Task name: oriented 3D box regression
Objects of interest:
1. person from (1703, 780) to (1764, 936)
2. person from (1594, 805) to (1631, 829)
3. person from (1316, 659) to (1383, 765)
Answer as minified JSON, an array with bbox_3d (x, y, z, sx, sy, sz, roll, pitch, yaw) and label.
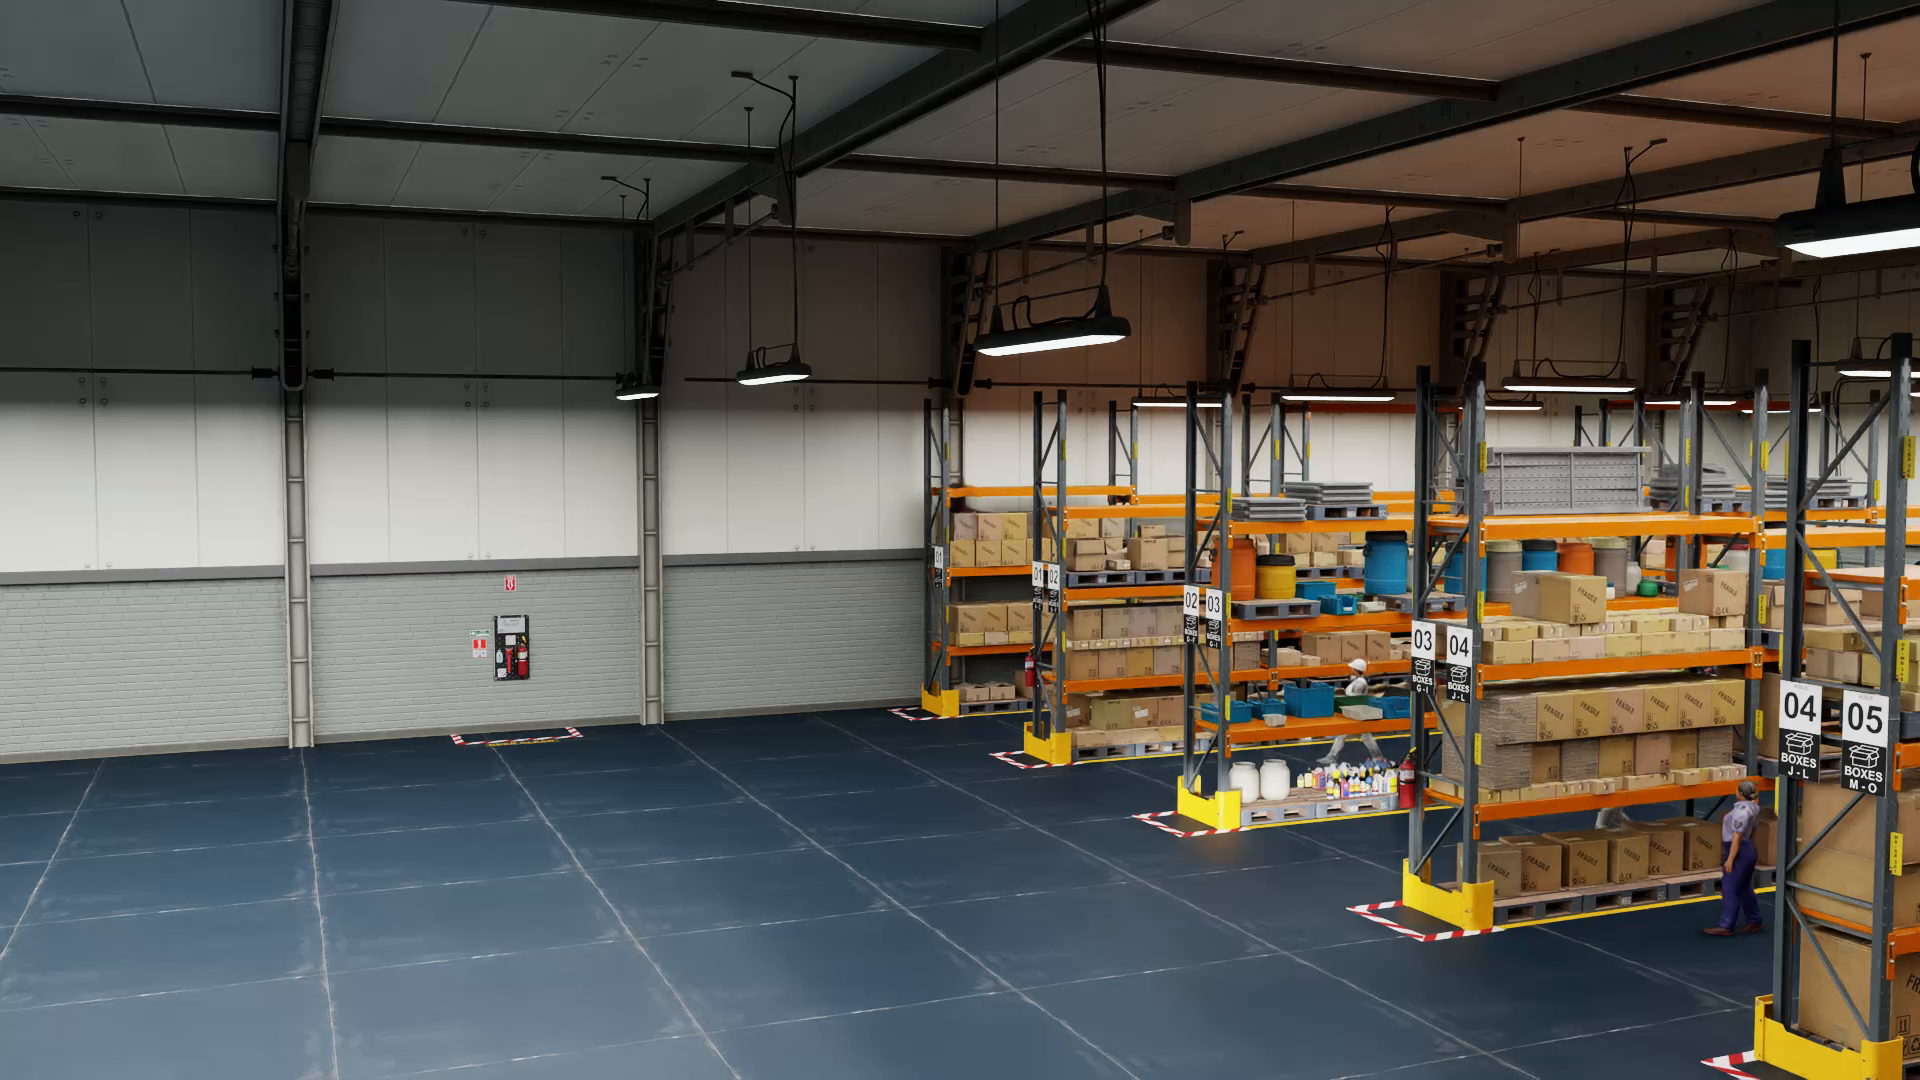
[{"bbox_3d":[8.151,3.334,17.484,0.571,1.653,0.500,2,4,27],"label":"person"},{"bbox_3d":[8.203,3.124,20.938,1.057,1.603,0.636,-1,3,-13],"label":"person"},{"bbox_3d":[6.209,2.727,26.297,1.055,1.707,0.506,-1,3,-10],"label":"person"}]
